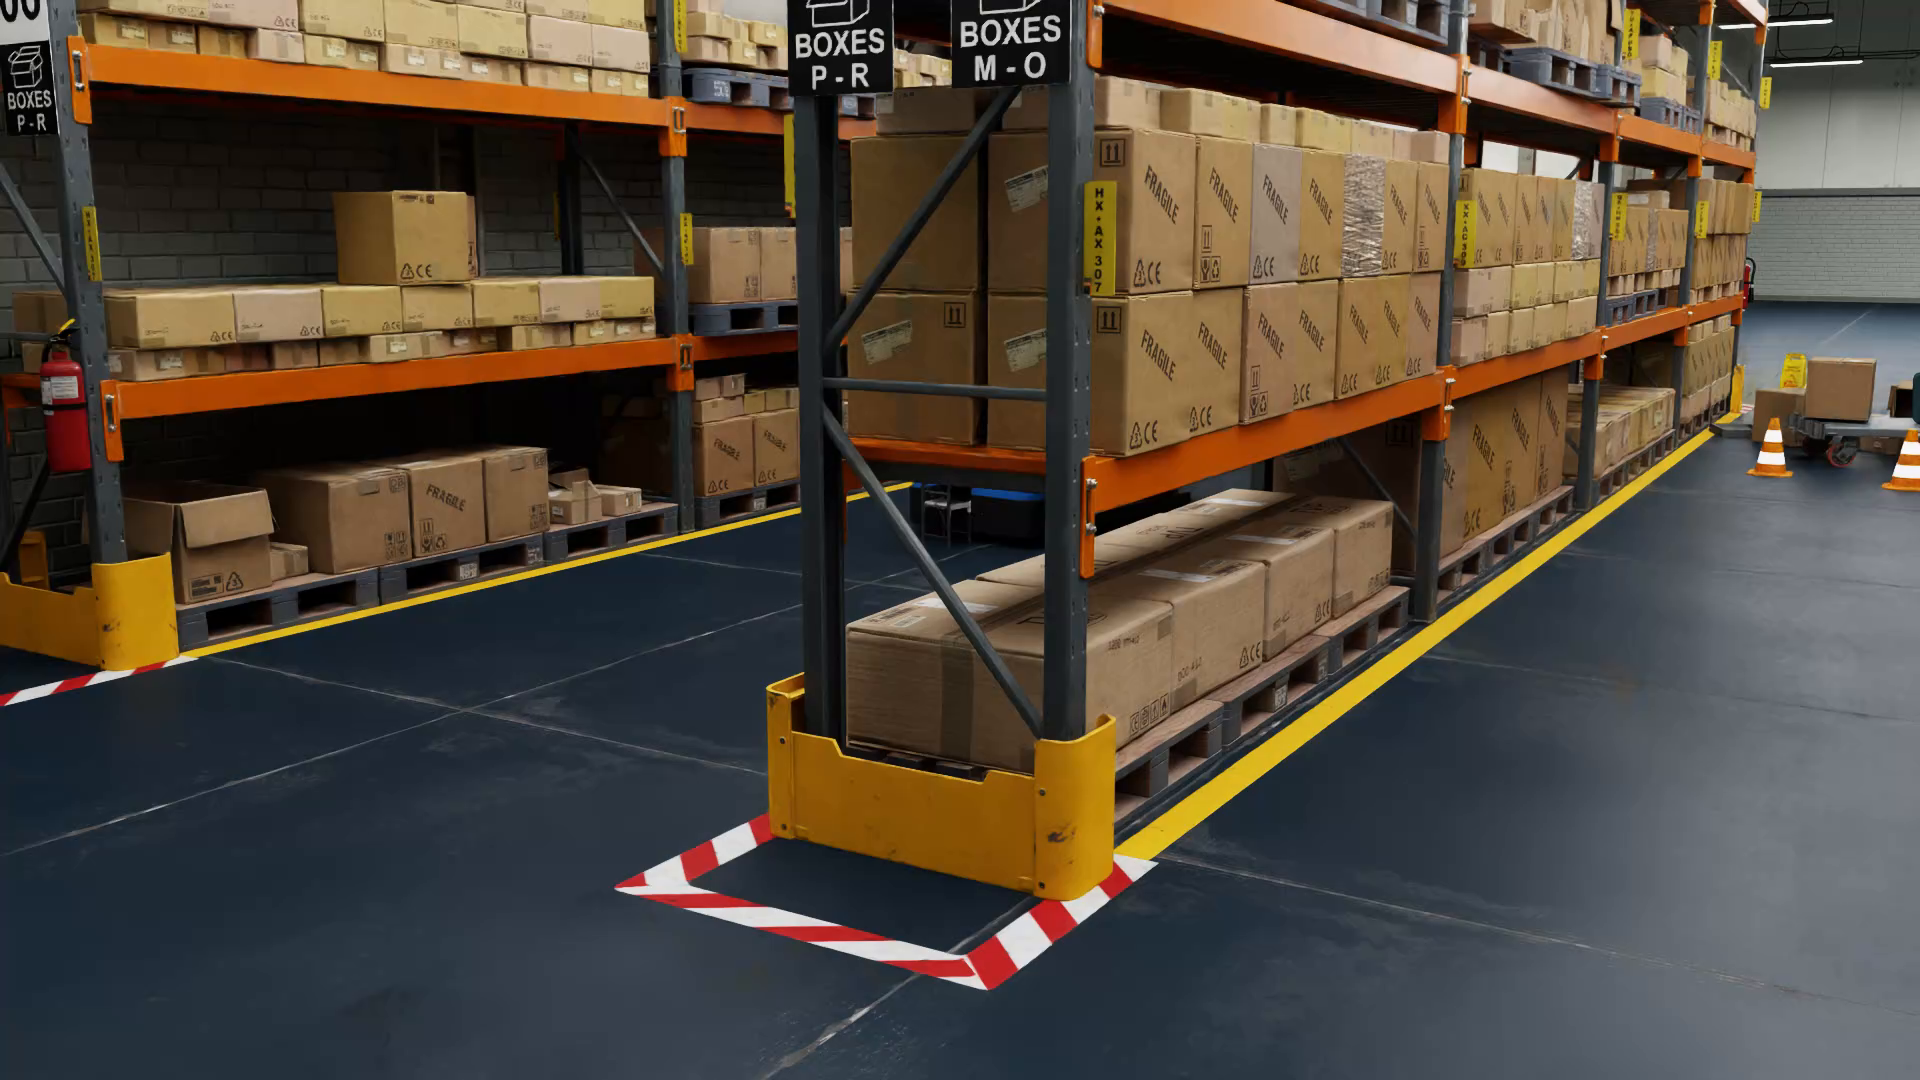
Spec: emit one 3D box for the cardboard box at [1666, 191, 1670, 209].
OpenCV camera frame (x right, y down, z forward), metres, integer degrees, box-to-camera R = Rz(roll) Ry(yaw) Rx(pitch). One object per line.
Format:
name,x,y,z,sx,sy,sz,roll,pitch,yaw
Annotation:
cardboard box,5.770,-2.867,14.048,0.380,0.149,0.250,6,12,29

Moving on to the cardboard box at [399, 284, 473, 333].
cardboard box,-3.076,-1.297,9.243,0.500,0.250,0.500,6,12,29

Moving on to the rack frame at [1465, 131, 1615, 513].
rack frame,4.087,-1.721,11.912,1.000,3.000,0.127,6,12,31

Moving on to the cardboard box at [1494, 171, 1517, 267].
cardboard box,2.725,-1.757,9.115,0.500,0.500,0.500,6,12,30

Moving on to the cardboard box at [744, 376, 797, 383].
cardboard box,-1.497,-1.192,12.975,0.380,0.149,0.250,6,12,28

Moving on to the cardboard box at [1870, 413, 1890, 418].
cardboard box,9.287,-1.179,16.763,0.250,0.149,0.380,-6,12,-28

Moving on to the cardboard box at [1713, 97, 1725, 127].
cardboard box,6.886,-4.022,15.650,0.500,0.250,0.500,6,12,30

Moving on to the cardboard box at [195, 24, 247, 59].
cardboard box,-3.685,-2.398,8.058,0.380,0.149,0.250,6,12,31

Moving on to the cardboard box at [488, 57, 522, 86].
cardboard box,-2.740,-2.675,9.537,0.380,0.149,0.250,7,13,33

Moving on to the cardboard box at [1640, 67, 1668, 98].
cardboard box,5.451,-3.693,13.556,0.500,0.250,0.500,7,12,31

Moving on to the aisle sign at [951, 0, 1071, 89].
aisle sign,0.144,-1.702,4.743,0.394,0.787,0.004,6,12,31

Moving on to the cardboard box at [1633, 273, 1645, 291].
cardboard box,5.295,-2.087,13.407,0.380,0.149,0.250,7,13,32

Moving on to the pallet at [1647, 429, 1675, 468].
pallet,5.761,-0.857,14.874,1.003,0.211,1.213,6,12,31

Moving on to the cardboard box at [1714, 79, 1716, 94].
cardboard box,6.716,-4.155,15.277,0.380,0.149,0.250,7,13,32

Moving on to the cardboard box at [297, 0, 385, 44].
cardboard box,-3.324,-2.688,8.526,0.500,0.250,0.500,6,12,29

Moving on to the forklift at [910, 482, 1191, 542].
forklift,0.992,-1.645,11.693,1.130,2.935,3.031,9,14,39

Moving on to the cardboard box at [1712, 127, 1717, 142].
cardboard box,7.065,-3.889,16.020,0.380,0.149,0.250,6,12,29

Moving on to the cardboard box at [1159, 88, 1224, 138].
cardboard box,0.662,-1.430,5.603,0.380,0.149,0.250,7,13,32

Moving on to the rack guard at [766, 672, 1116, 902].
rack guard,-0.079,0.769,5.401,1.175,0.500,0.348,6,12,31

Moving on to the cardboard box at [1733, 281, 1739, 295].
cardboard box,8.192,-2.726,17.962,0.380,0.149,0.250,6,12,30

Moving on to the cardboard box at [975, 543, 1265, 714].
cardboard box,0.659,0.332,6.767,0.875,0.438,0.875,7,13,32

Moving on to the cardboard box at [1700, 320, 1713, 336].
cardboard box,7.219,-2.097,16.450,0.380,0.149,0.250,7,13,34

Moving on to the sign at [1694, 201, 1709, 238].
sign,6.640,-2.867,14.885,0.100,0.325,0.005,6,12,31

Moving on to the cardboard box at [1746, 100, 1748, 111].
cardboard box,8.150,-4.604,17.674,0.380,0.149,0.250,7,12,32

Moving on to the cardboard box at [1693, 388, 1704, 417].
cardboard box,6.968,-1.357,16.298,0.500,0.250,0.500,7,13,34

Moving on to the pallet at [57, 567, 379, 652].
pallet,-3.858,0.297,8.712,1.003,0.211,1.213,6,12,31

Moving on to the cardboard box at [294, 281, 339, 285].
cardboard box,-3.497,-1.348,9.514,0.500,0.250,0.500,6,12,31

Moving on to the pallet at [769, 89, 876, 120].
pallet,-1.300,-3.207,12.207,1.213,0.211,1.003,6,12,31

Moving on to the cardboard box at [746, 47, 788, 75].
cardboard box,-1.323,-3.300,11.460,0.380,0.149,0.250,7,12,31

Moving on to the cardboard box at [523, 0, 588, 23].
cardboard box,-2.546,-3.175,9.768,0.500,0.250,0.500,6,12,30

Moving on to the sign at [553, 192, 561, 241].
sign,-2.710,-2.187,11.255,0.100,0.325,0.005,6,12,31

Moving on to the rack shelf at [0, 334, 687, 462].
rack shelf,-3.272,-0.898,9.467,1.077,0.370,4.000,6,12,31

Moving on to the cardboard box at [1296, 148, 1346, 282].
cardboard box,1.207,-1.294,6.641,0.500,0.500,0.500,6,12,31

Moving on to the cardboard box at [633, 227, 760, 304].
cardboard box,-1.792,-1.876,11.326,0.700,0.500,0.500,7,13,32

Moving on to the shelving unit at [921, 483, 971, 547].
shelving unit,-0.089,-0.424,10.688,0.258,0.900,0.210,9,14,39

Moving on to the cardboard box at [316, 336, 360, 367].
cardboard box,-3.390,-1.004,8.763,0.380,0.149,0.250,7,12,32

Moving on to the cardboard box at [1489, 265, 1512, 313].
cardboard box,2.726,-1.391,9.197,0.500,0.250,0.500,7,12,32

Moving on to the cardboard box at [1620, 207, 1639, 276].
cardboard box,4.783,-2.254,12.538,0.500,0.500,0.500,7,13,34

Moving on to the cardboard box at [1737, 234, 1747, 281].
cardboard box,8.194,-3.063,17.999,0.500,0.500,0.500,6,12,30

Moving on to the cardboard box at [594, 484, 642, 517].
cardboard box,-2.272,-0.255,10.687,0.380,0.149,0.250,6,12,29

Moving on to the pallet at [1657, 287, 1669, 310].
pallet,5.642,-2.150,14.722,1.003,0.211,1.213,6,12,31

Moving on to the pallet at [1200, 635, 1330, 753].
pallet,0.916,0.583,7.180,1.003,0.211,1.213,6,12,31

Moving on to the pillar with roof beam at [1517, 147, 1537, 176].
pillar with roof beam,15.889,-8.798,33.409,9.100,9.000,0.548,6,12,31

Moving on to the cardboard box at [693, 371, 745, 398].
cardboard box,-1.727,-1.085,11.594,0.380,0.149,0.250,6,12,28

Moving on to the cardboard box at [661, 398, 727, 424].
cardboard box,-1.820,-0.893,11.378,0.380,0.149,0.250,7,13,33

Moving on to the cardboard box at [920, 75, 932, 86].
cardboard box,-0.445,-3.635,13.306,0.380,0.149,0.250,7,13,32

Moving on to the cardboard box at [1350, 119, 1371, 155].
cardboard box,1.539,-1.719,7.148,0.380,0.149,0.250,6,12,30

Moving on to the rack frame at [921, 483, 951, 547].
rack frame,-0.154,-0.410,10.611,0.240,0.900,0.006,9,14,39

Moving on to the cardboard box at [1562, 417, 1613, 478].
cardboard box,4.389,-0.724,12.584,0.950,0.372,0.625,5,12,27

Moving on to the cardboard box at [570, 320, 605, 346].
cardboard box,-2.415,-1.282,10.247,0.380,0.149,0.250,7,13,32

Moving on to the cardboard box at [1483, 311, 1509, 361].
cardboard box,2.732,-1.144,9.235,0.500,0.250,0.500,6,12,29

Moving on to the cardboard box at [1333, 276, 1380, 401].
cardboard box,1.477,-0.882,7.157,0.500,0.500,0.500,6,12,30

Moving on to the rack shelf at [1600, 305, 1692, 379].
rack shelf,5.125,-1.682,13.658,1.077,0.370,4.000,6,12,31

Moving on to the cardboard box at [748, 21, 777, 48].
cardboard box,-1.459,-3.408,11.232,0.380,0.149,0.250,6,12,30

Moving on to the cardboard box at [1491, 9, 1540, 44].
cardboard box,2.966,-2.824,9.142,0.380,0.166,0.250,5,12,27

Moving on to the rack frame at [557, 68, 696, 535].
rack frame,-2.234,-1.566,11.081,1.000,3.000,0.127,6,12,31

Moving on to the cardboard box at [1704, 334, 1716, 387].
cardboard box,7.239,-1.808,16.665,0.500,0.500,0.500,7,13,34
